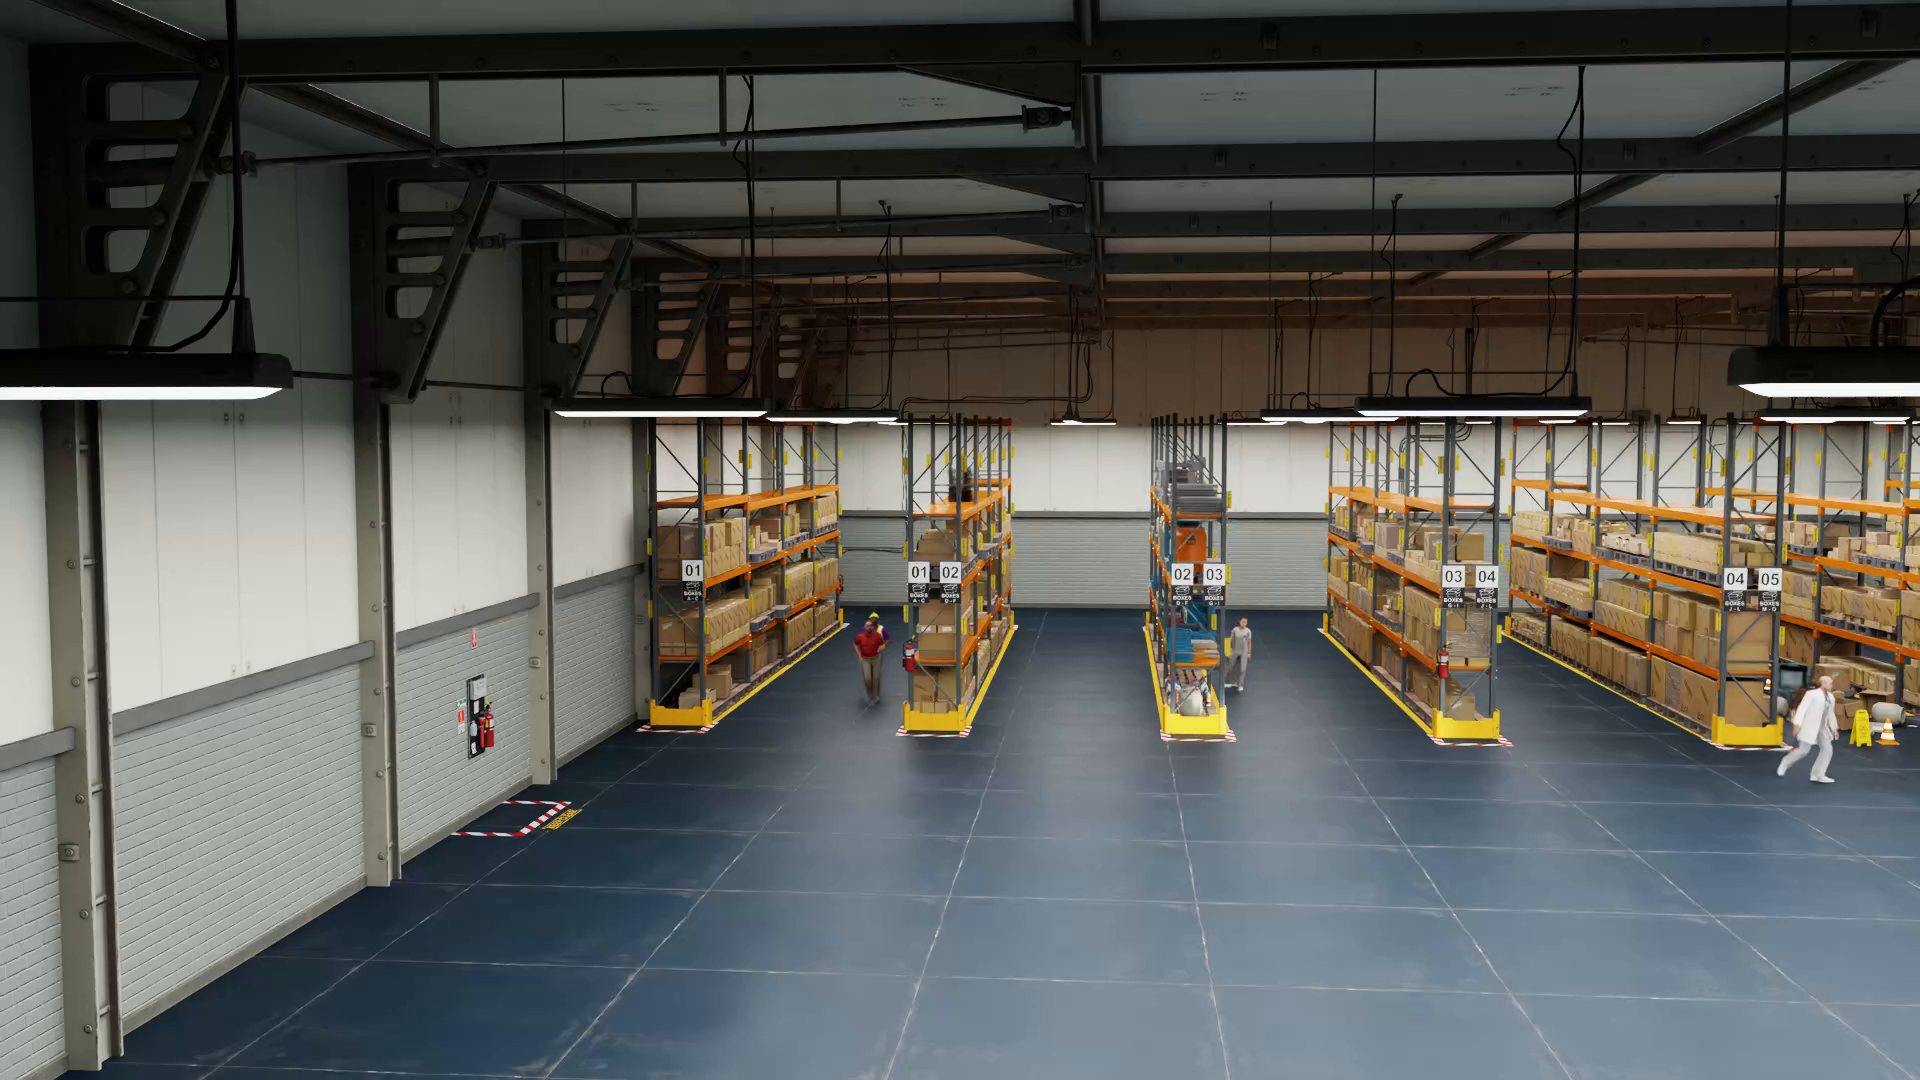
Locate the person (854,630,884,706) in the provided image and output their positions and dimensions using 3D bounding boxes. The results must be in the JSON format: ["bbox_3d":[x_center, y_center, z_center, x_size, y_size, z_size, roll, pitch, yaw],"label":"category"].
[{"bbox_3d":[-1.880,2.651,34.489,0.613,1.597,0.625,-1,4,-10],"label":"person"}]

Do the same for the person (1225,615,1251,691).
[{"bbox_3d":[6.063,2.455,36.248,0.572,1.652,0.473,1,4,13],"label":"person"}]

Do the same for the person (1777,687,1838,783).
[{"bbox_3d":[13.790,3.139,27.007,0.771,1.522,0.826,-2,4,-26],"label":"person"}]

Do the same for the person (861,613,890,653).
[{"bbox_3d":[-1.865,2.015,36.061,0.677,0.884,0.359,0,4,4],"label":"person"}]
